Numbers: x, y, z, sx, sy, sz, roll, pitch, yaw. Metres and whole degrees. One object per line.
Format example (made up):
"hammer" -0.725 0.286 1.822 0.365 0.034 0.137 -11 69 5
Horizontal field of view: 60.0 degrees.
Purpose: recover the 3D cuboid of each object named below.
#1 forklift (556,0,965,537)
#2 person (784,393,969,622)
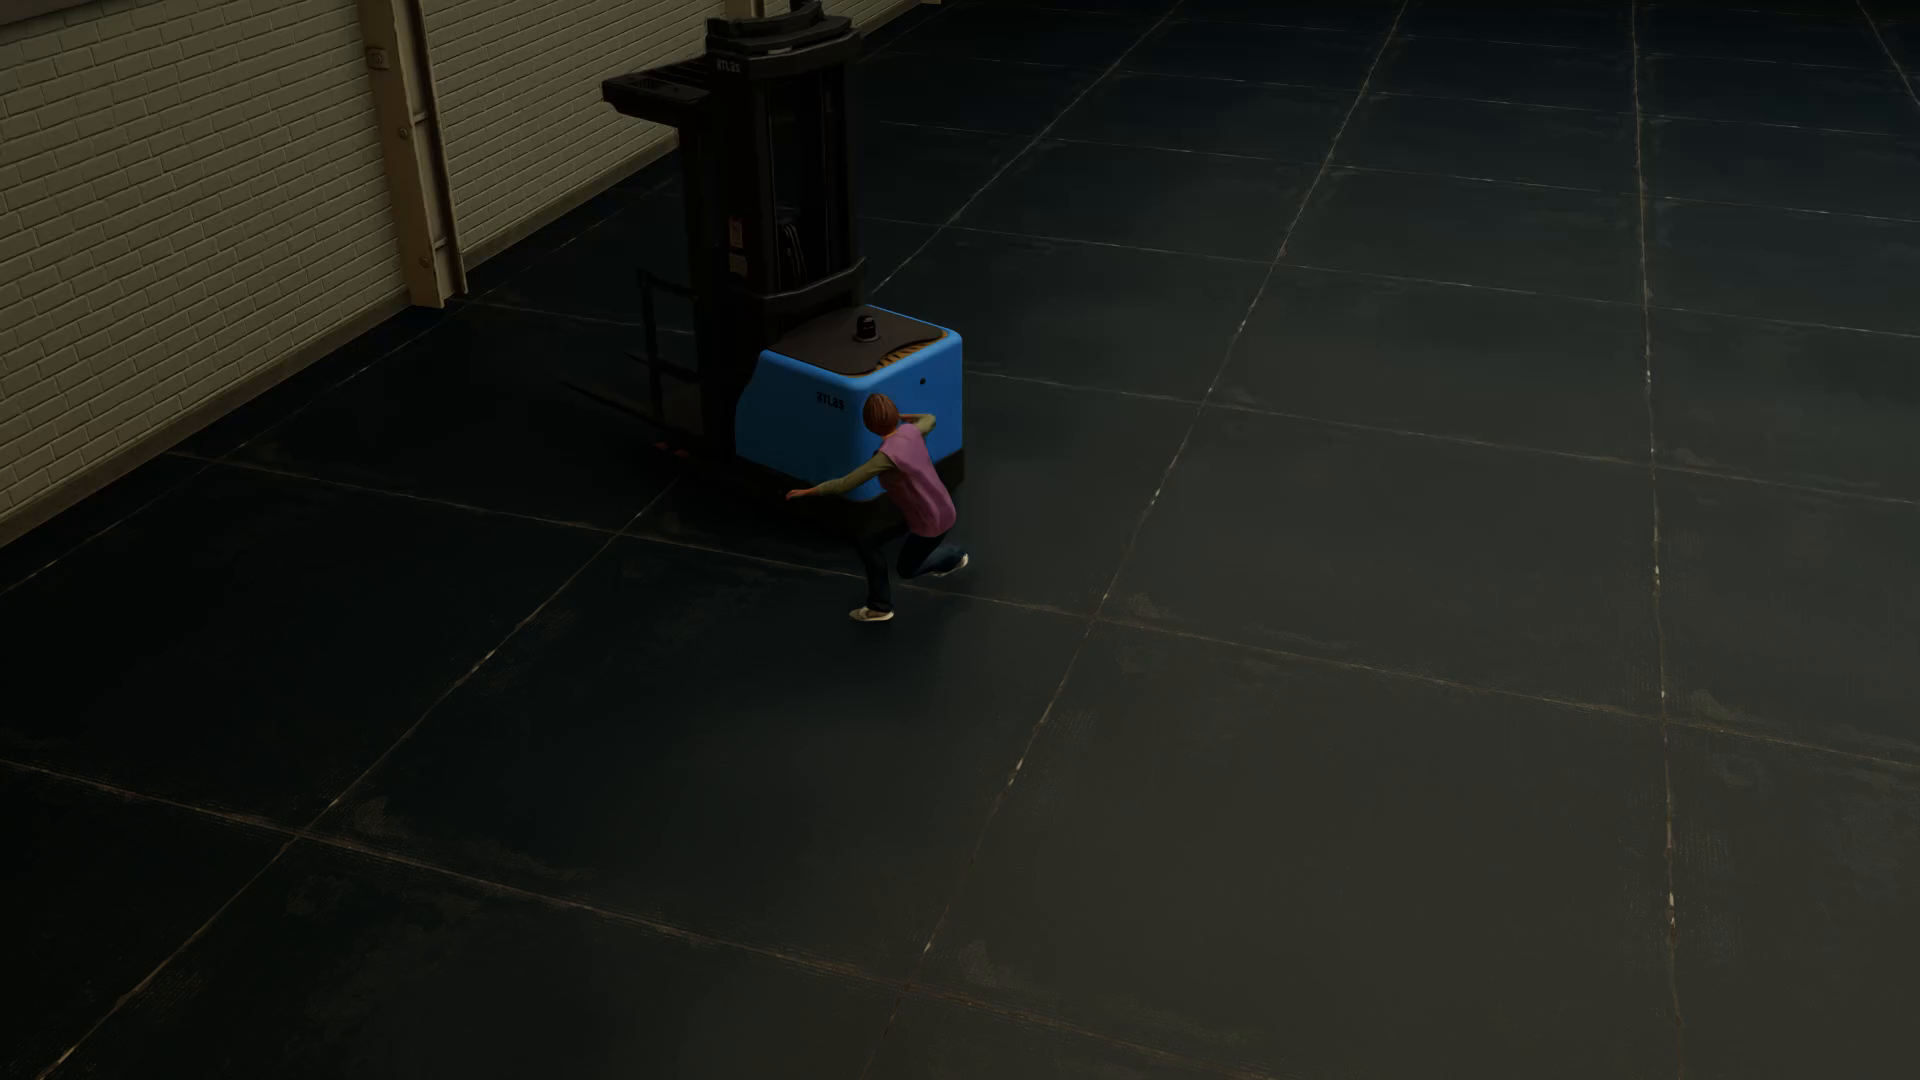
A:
"forklift" -1.438 -1.877 10.429 3.031 2.935 1.130 21 36 33
"person" -0.450 -0.222 9.152 1.032 1.366 0.727 -4 30 -7
